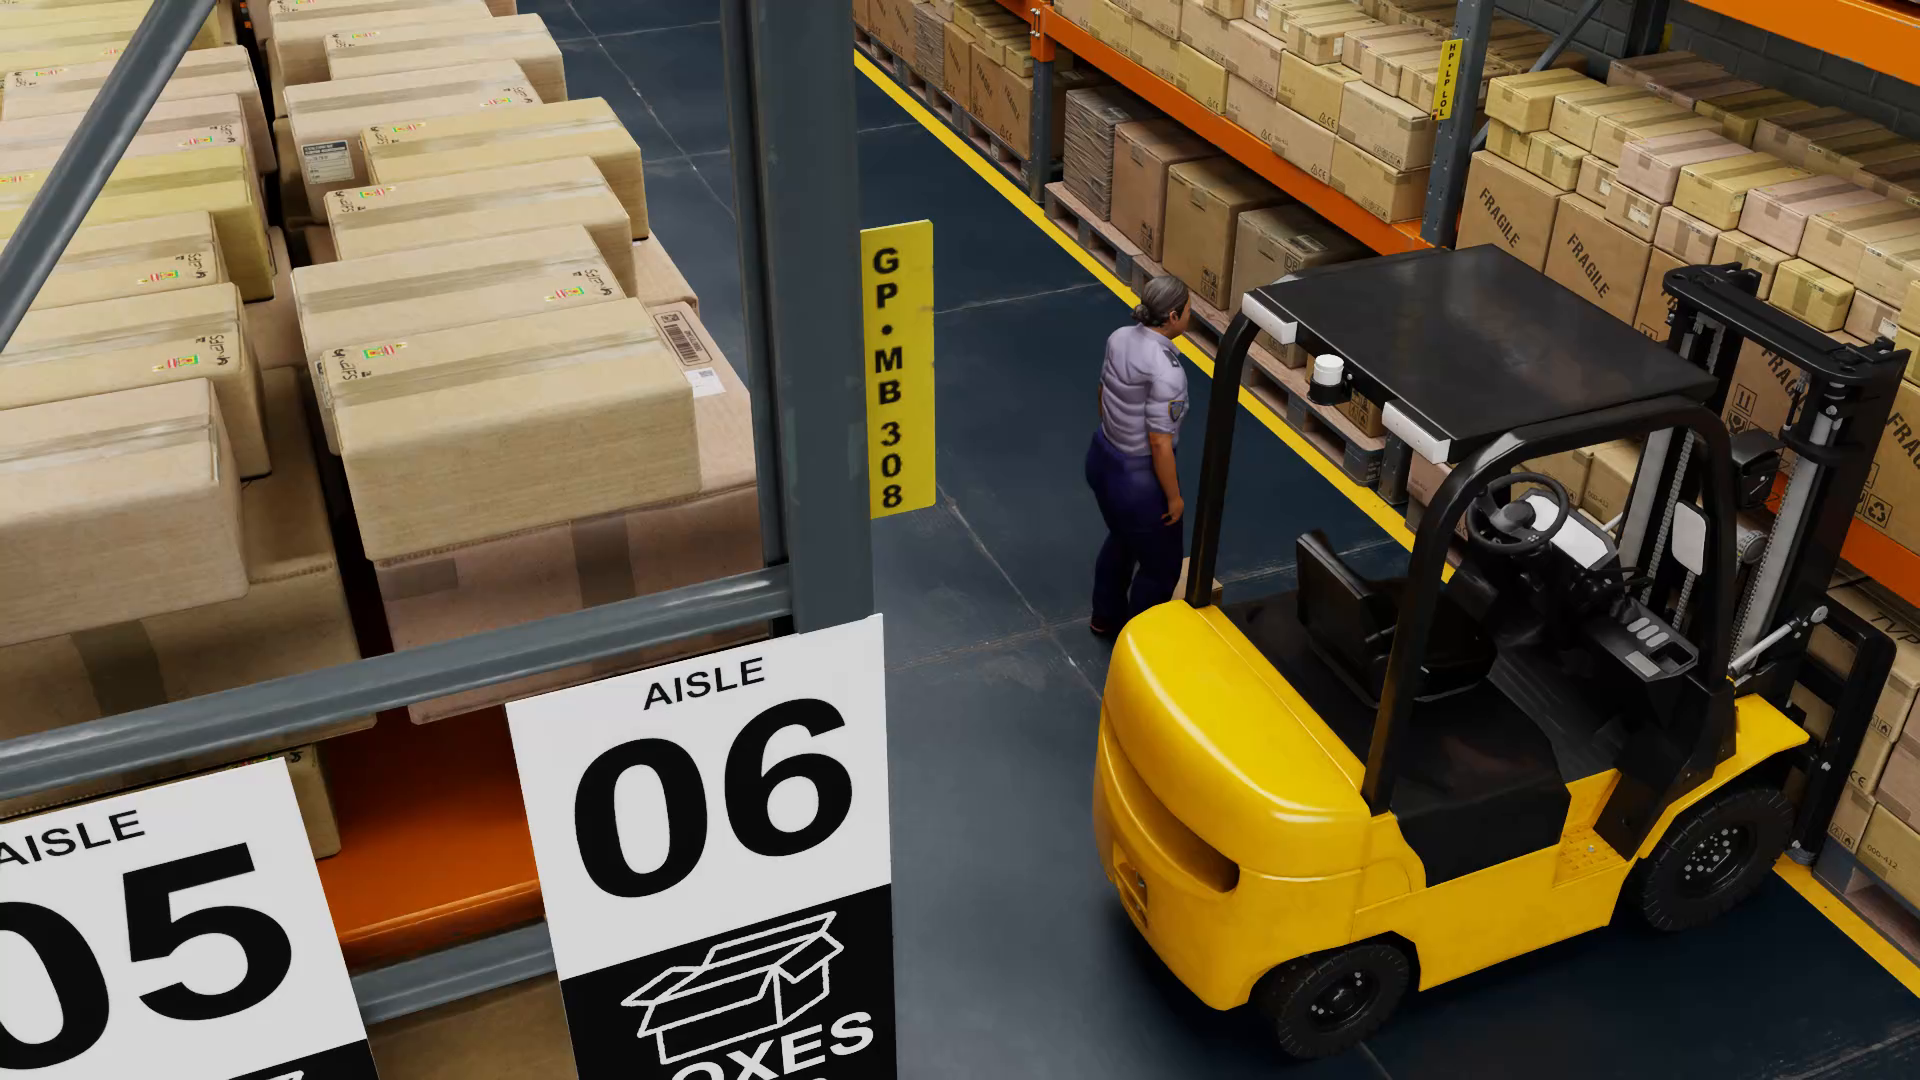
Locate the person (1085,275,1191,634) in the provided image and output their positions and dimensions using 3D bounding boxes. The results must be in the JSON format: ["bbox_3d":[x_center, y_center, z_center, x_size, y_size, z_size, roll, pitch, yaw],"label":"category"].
[{"bbox_3d":[0.712,-0.255,6.531,0.372,1.651,0.531,-13,36,-19],"label":"person"}]
